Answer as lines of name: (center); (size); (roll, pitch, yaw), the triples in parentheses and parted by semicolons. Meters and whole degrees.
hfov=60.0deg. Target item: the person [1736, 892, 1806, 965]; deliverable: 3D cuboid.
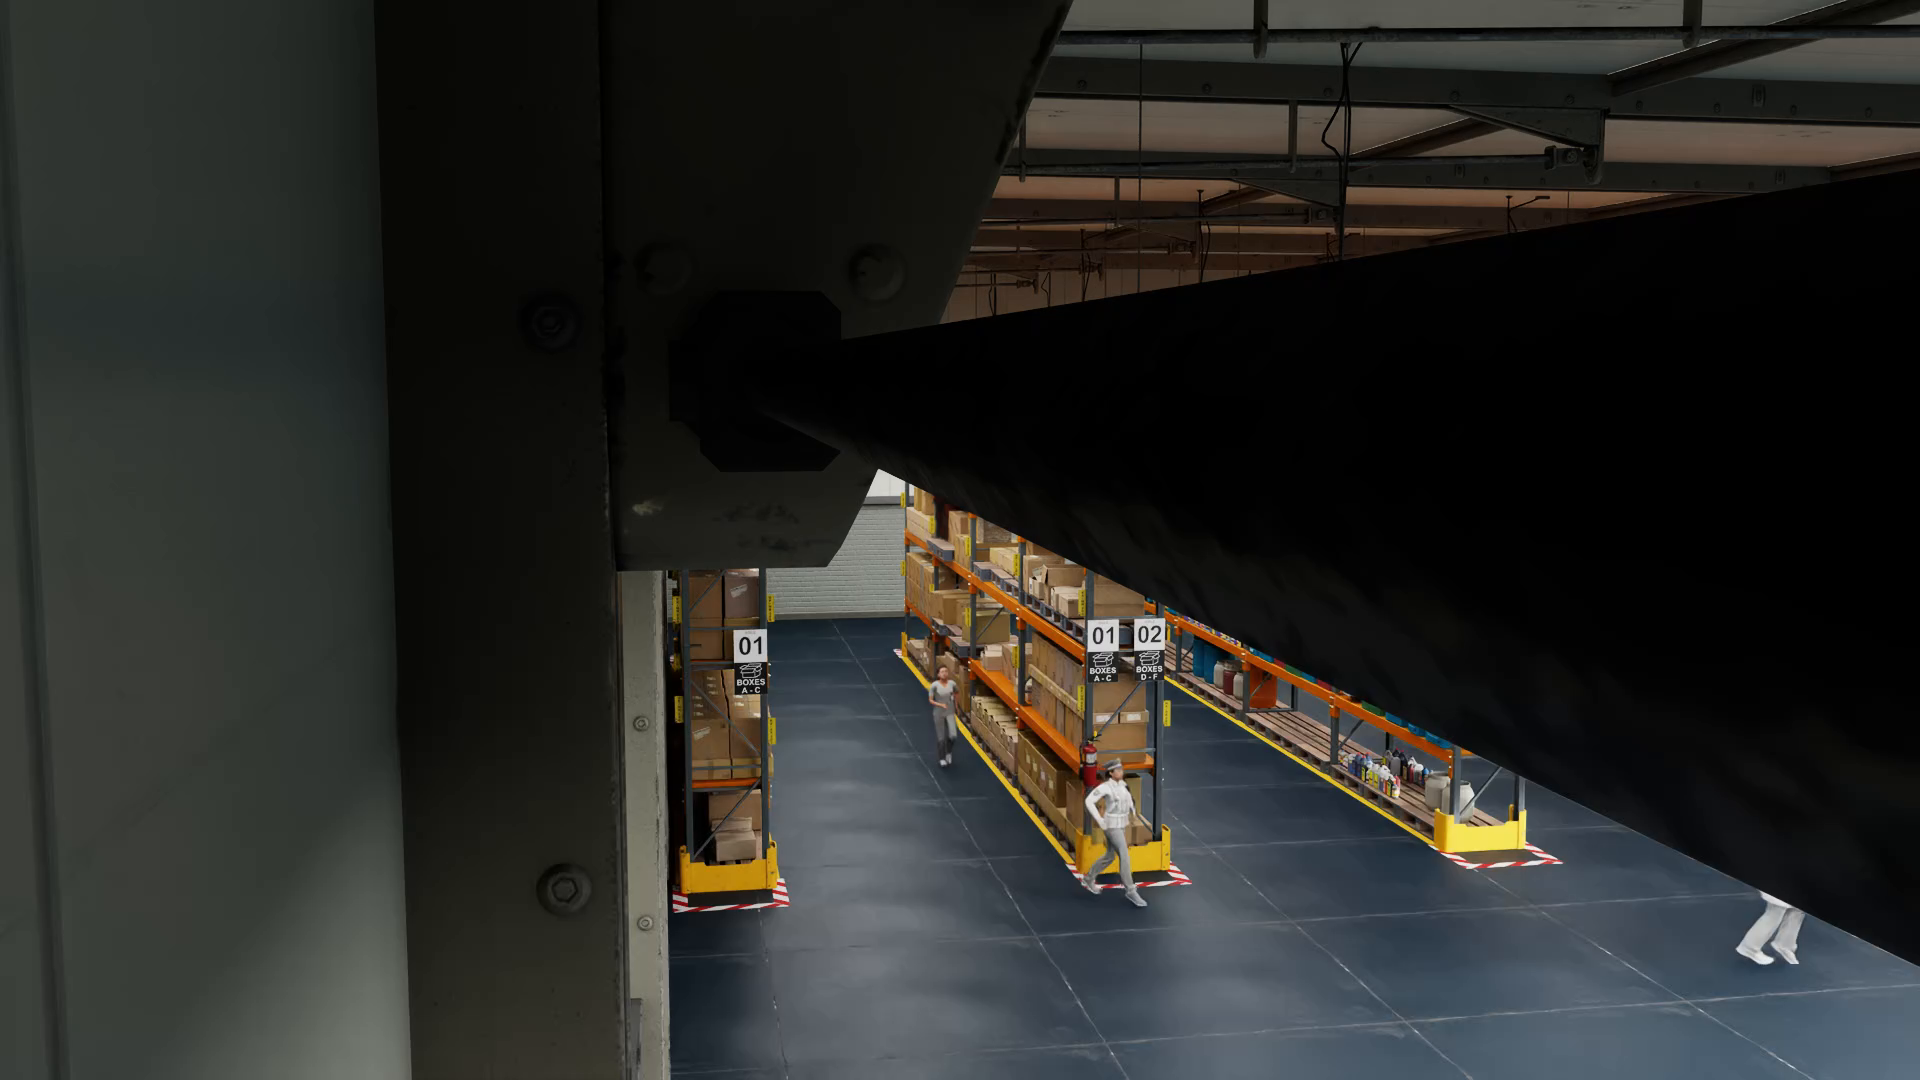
person: (8.673, 3.634, 17.556); (0.840, 1.856, 0.708); (1, 6, 12)

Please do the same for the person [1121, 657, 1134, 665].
person: (2.965, 2.443, 29.206); (0.575, 1.680, 0.938); (-2, 6, -16)

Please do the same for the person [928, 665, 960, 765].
person: (-0.232, 2.782, 26.296); (0.537, 1.632, 0.604); (-1, 6, -11)

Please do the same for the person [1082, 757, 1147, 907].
person: (1.878, 3.431, 19.766); (0.843, 1.712, 0.656); (3, 7, 28)
